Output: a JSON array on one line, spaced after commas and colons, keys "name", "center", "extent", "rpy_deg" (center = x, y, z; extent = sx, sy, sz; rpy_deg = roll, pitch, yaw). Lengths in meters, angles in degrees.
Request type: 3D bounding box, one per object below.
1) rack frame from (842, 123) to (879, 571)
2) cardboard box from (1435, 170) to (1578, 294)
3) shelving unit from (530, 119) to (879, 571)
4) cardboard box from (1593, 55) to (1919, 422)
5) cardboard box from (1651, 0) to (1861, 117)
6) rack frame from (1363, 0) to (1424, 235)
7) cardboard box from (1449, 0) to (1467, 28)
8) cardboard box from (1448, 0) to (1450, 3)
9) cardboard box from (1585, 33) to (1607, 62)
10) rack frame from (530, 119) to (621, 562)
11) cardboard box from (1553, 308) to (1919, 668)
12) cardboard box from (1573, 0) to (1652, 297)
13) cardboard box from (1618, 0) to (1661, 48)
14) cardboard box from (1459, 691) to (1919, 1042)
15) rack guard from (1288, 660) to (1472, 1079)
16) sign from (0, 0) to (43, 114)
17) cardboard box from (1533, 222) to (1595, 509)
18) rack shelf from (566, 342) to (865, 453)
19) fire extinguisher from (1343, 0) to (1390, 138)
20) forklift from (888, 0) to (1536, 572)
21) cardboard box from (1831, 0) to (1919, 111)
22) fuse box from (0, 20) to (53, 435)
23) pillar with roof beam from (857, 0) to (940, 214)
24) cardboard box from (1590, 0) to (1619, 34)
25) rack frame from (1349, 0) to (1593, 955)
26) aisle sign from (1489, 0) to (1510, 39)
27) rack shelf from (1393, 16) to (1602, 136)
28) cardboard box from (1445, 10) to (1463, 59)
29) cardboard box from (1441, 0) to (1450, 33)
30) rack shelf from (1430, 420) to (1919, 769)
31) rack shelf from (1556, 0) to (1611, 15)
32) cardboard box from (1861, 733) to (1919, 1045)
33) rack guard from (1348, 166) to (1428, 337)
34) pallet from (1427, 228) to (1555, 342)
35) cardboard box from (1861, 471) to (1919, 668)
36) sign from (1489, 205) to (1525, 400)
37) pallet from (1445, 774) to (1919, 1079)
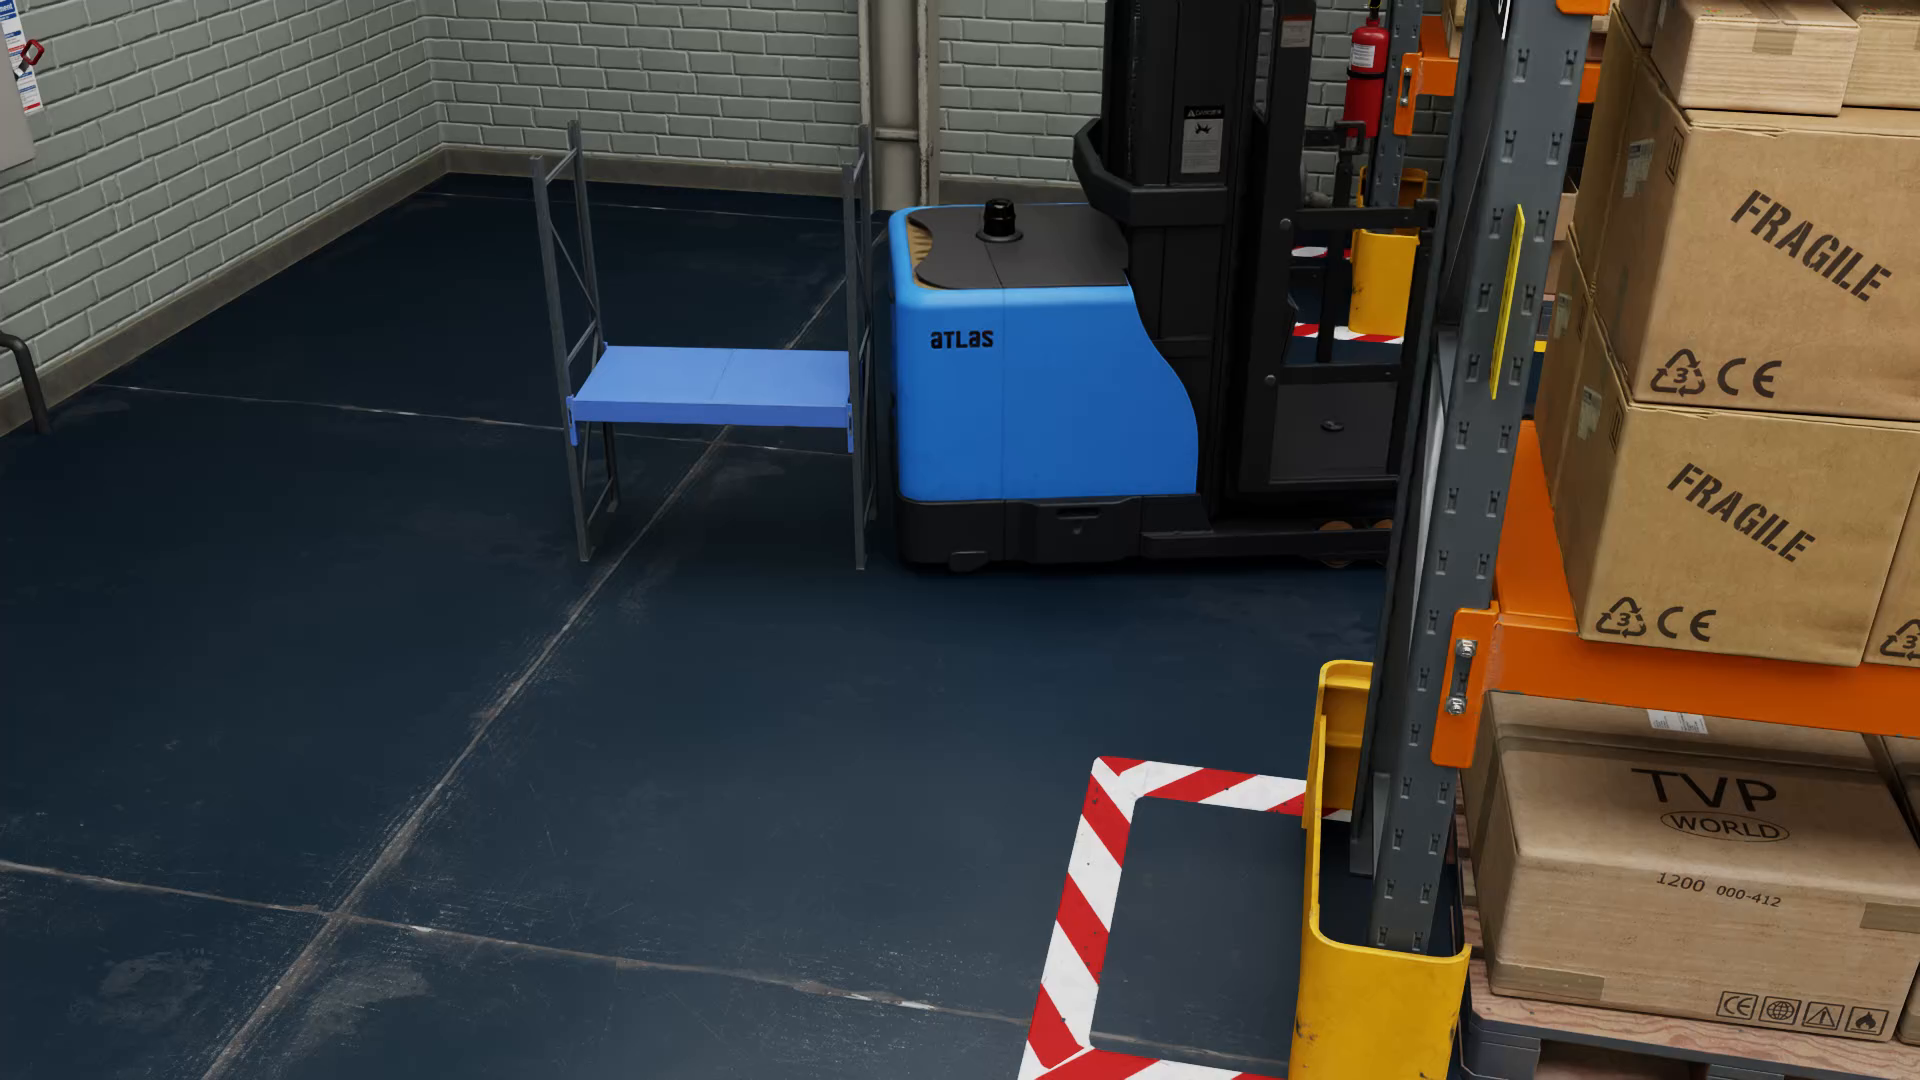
[{"name": "rack frame", "center": [-0.348, -0.666, 5.905], "extent": [0.032, 1.500, 0.500], "rpy_deg": [2, 29, 3]}, {"name": "cardboard box", "center": [2.683, -1.572, 8.160], "extent": [0.637, 0.503, 0.797], "rpy_deg": [5, 29, 9]}, {"name": "shelving unit", "center": [-0.856, -0.681, 5.932], "extent": [1.048, 1.500, 0.538], "rpy_deg": [2, 29, 3]}, {"name": "cardboard box", "center": [1.482, -0.558, 3.000], "extent": [0.500, 0.500, 0.500], "rpy_deg": [5, 29, 9]}, {"name": "cardboard box", "center": [1.362, -0.858, 2.874], "extent": [0.250, 0.149, 0.380], "rpy_deg": [6, 29, 12]}, {"name": "rack frame", "center": [2.105, -2.588, 7.854], "extent": [0.127, 3.000, 1.000], "rpy_deg": [6, 29, 11]}, {"name": "cardboard box", "center": [2.493, -2.481, 7.505], "extent": [0.500, 0.250, 0.500], "rpy_deg": [6, 29, 11]}, {"name": "cardboard box", "center": [2.610, -2.732, 7.962], "extent": [0.500, 0.250, 0.500], "rpy_deg": [7, 29, 12]}, {"name": "cardboard box", "center": [2.892, -2.303, 7.594], "extent": [0.250, 0.149, 0.380], "rpy_deg": [5, 29, 10]}, {"name": "rack frame", "center": [-1.363, -0.696, 5.959], "extent": [0.032, 1.500, 0.500], "rpy_deg": [2, 29, 3]}, {"name": "cardboard box", "center": [1.482, -0.118, 3.238], "extent": [0.500, 0.500, 0.500], "rpy_deg": [6, 29, 10]}, {"name": "cardboard box", "center": [1.593, -0.803, 3.448], "extent": [0.500, 0.500, 0.500], "rpy_deg": [7, 29, 12]}, {"name": "cardboard box", "center": [1.465, -1.082, 3.282], "extent": [0.250, 0.149, 0.380], "rpy_deg": [6, 29, 11]}, {"name": "cardboard box", "center": [1.739, 0.702, 4.075], "extent": [0.875, 0.438, 0.875], "rpy_deg": [5, 29, 9]}, {"name": "rack guard", "center": [1.049, 0.837, 4.201], "extent": [0.348, 0.500, 1.175], "rpy_deg": [6, 29, 11]}, {"name": "sign", "center": [-3.965, -1.994, 6.868], "extent": [0.001, 0.494, 0.329], "rpy_deg": [6, 29, 11]}, {"name": "cardboard box", "center": [1.599, -0.377, 3.711], "extent": [0.500, 0.500, 0.500], "rpy_deg": [6, 29, 11]}, {"name": "rack shelf", "center": [-0.856, -0.523, 6.018], "extent": [1.000, 0.185, 0.538], "rpy_deg": [2, 29, 3]}, {"name": "fire extinguisher", "center": [1.865, -2.189, 7.593], "extent": [0.183, 0.674, 0.296], "rpy_deg": [6, 29, 11]}, {"name": "forklift", "center": [1.254, -1.438, 5.824], "extent": [3.031, 2.935, 1.130], "rpy_deg": [-2, 29, -3]}, {"name": "cardboard box", "center": [1.633, -0.866, 2.887], "extent": [0.250, 0.149, 0.380], "rpy_deg": [7, 29, 12]}, {"name": "fuse box", "center": [-3.866, -1.218, 6.693], "extent": [0.414, 1.711, 0.539], "rpy_deg": [6, 29, 11]}, {"name": "pillar with roof beam", "center": [-1.242, -3.892, 3.988], "extent": [0.400, 9.000, 9.100], "rpy_deg": [6, 29, 11]}, {"name": "cardboard box", "center": [2.986, -2.431, 7.413], "extent": [0.500, 0.250, 0.500], "rpy_deg": [6, 29, 11]}, {"name": "rack frame", "center": [1.072, -0.257, 3.596], "extent": [0.127, 3.000, 1.000], "rpy_deg": [6, 29, 11]}, {"name": "aisle sign", "center": [0.941, -1.268, 2.736], "extent": [0.004, 0.787, 0.394], "rpy_deg": [6, 29, 11]}, {"name": "rack shelf", "center": [4.061, -2.072, 7.661], "extent": [4.000, 0.370, 1.077], "rpy_deg": [6, 29, 11]}, {"name": "cardboard box", "center": [2.369, -2.316, 7.619], "extent": [0.250, 0.149, 0.380], "rpy_deg": [6, 29, 10]}, {"name": "cardboard box", "center": [2.485, -2.571, 8.084], "extent": [0.250, 0.149, 0.380], "rpy_deg": [6, 29, 10]}, {"name": "rack shelf", "center": [3.028, 0.259, 3.402], "extent": [4.000, 0.370, 1.077], "rpy_deg": [6, 29, 11]}, {"name": "rack shelf", "center": [3.028, -1.057, 2.682], "extent": [4.000, 0.370, 1.077], "rpy_deg": [6, 29, 11]}, {"name": "cardboard box", "center": [2.635, 0.790, 3.915], "extent": [0.875, 0.438, 0.875], "rpy_deg": [7, 29, 12]}, {"name": "rack guard", "center": [2.179, -1.484, 8.441], "extent": [0.348, 0.500, 1.175], "rpy_deg": [6, 29, 11]}, {"name": "pallet", "center": [2.959, -1.278, 8.365], "extent": [1.213, 0.211, 1.003], "rpy_deg": [6, 29, 11]}, {"name": "cardboard box", "center": [1.982, -0.080, 3.169], "extent": [0.500, 0.500, 0.500], "rpy_deg": [5, 29, 10]}, {"name": "sign", "center": [0.950, -0.411, 2.894], "extent": [0.005, 0.325, 0.100], "rpy_deg": [6, 29, 11]}, {"name": "pallet", "center": [1.871, 1.010, 4.186], "extent": [1.213, 0.211, 1.003], "rpy_deg": [6, 29, 11]}]
